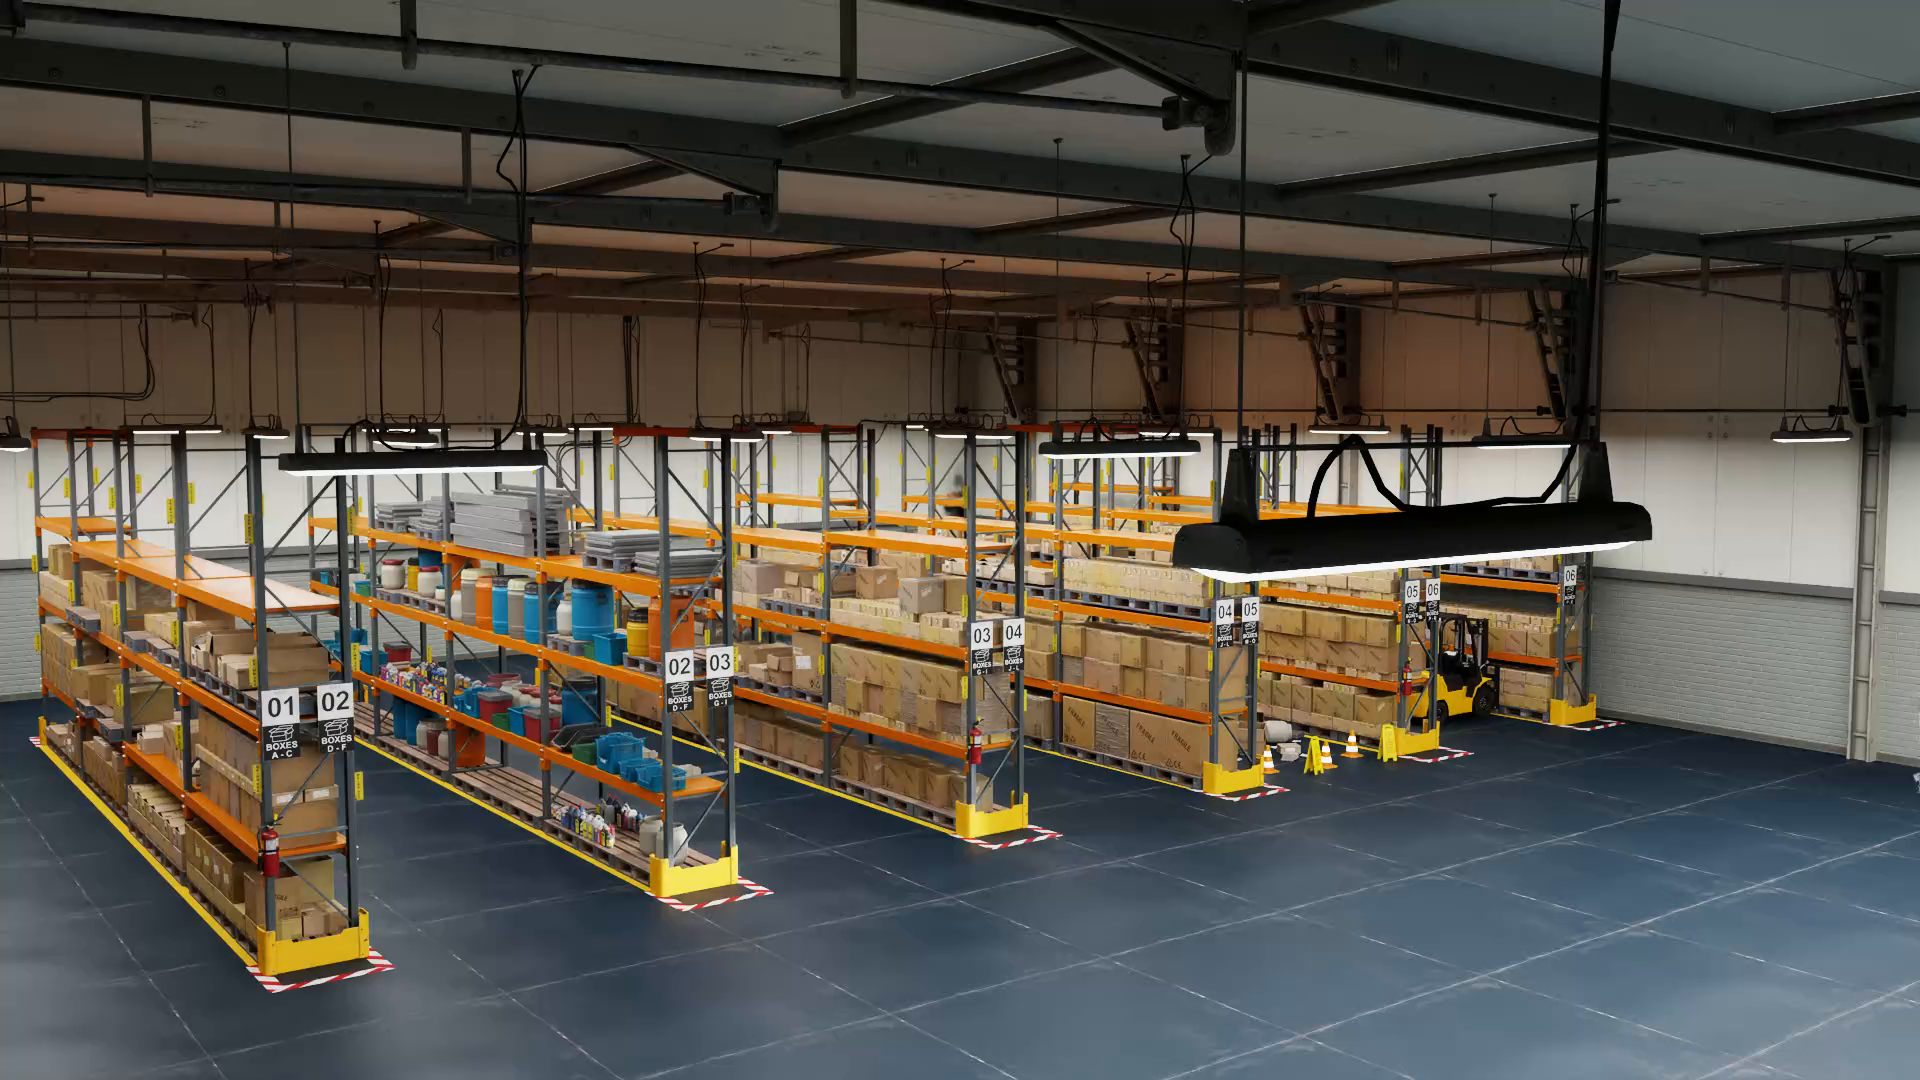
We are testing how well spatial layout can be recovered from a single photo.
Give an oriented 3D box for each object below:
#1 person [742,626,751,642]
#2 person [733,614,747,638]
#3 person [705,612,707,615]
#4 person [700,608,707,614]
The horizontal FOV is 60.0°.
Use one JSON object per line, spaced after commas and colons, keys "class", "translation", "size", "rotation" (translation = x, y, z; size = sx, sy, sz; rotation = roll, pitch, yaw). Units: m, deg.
{"class": "person", "translation": [-5.255, 2.184, 41.909], "size": [0.652, 1.796, 0.660], "rotation": [-3, 6, -37]}
{"class": "person", "translation": [-5.607, 2.281, 41.768], "size": [0.565, 1.567, 0.713], "rotation": [-1, 5, -7]}
{"class": "person", "translation": [-5.974, 2.478, 38.886], "size": [0.596, 1.596, 0.575], "rotation": [-2, 5, -28]}
{"class": "person", "translation": [-6.228, 2.404, 40.094], "size": [0.602, 1.553, 0.830], "rotation": [0, 4, -5]}
